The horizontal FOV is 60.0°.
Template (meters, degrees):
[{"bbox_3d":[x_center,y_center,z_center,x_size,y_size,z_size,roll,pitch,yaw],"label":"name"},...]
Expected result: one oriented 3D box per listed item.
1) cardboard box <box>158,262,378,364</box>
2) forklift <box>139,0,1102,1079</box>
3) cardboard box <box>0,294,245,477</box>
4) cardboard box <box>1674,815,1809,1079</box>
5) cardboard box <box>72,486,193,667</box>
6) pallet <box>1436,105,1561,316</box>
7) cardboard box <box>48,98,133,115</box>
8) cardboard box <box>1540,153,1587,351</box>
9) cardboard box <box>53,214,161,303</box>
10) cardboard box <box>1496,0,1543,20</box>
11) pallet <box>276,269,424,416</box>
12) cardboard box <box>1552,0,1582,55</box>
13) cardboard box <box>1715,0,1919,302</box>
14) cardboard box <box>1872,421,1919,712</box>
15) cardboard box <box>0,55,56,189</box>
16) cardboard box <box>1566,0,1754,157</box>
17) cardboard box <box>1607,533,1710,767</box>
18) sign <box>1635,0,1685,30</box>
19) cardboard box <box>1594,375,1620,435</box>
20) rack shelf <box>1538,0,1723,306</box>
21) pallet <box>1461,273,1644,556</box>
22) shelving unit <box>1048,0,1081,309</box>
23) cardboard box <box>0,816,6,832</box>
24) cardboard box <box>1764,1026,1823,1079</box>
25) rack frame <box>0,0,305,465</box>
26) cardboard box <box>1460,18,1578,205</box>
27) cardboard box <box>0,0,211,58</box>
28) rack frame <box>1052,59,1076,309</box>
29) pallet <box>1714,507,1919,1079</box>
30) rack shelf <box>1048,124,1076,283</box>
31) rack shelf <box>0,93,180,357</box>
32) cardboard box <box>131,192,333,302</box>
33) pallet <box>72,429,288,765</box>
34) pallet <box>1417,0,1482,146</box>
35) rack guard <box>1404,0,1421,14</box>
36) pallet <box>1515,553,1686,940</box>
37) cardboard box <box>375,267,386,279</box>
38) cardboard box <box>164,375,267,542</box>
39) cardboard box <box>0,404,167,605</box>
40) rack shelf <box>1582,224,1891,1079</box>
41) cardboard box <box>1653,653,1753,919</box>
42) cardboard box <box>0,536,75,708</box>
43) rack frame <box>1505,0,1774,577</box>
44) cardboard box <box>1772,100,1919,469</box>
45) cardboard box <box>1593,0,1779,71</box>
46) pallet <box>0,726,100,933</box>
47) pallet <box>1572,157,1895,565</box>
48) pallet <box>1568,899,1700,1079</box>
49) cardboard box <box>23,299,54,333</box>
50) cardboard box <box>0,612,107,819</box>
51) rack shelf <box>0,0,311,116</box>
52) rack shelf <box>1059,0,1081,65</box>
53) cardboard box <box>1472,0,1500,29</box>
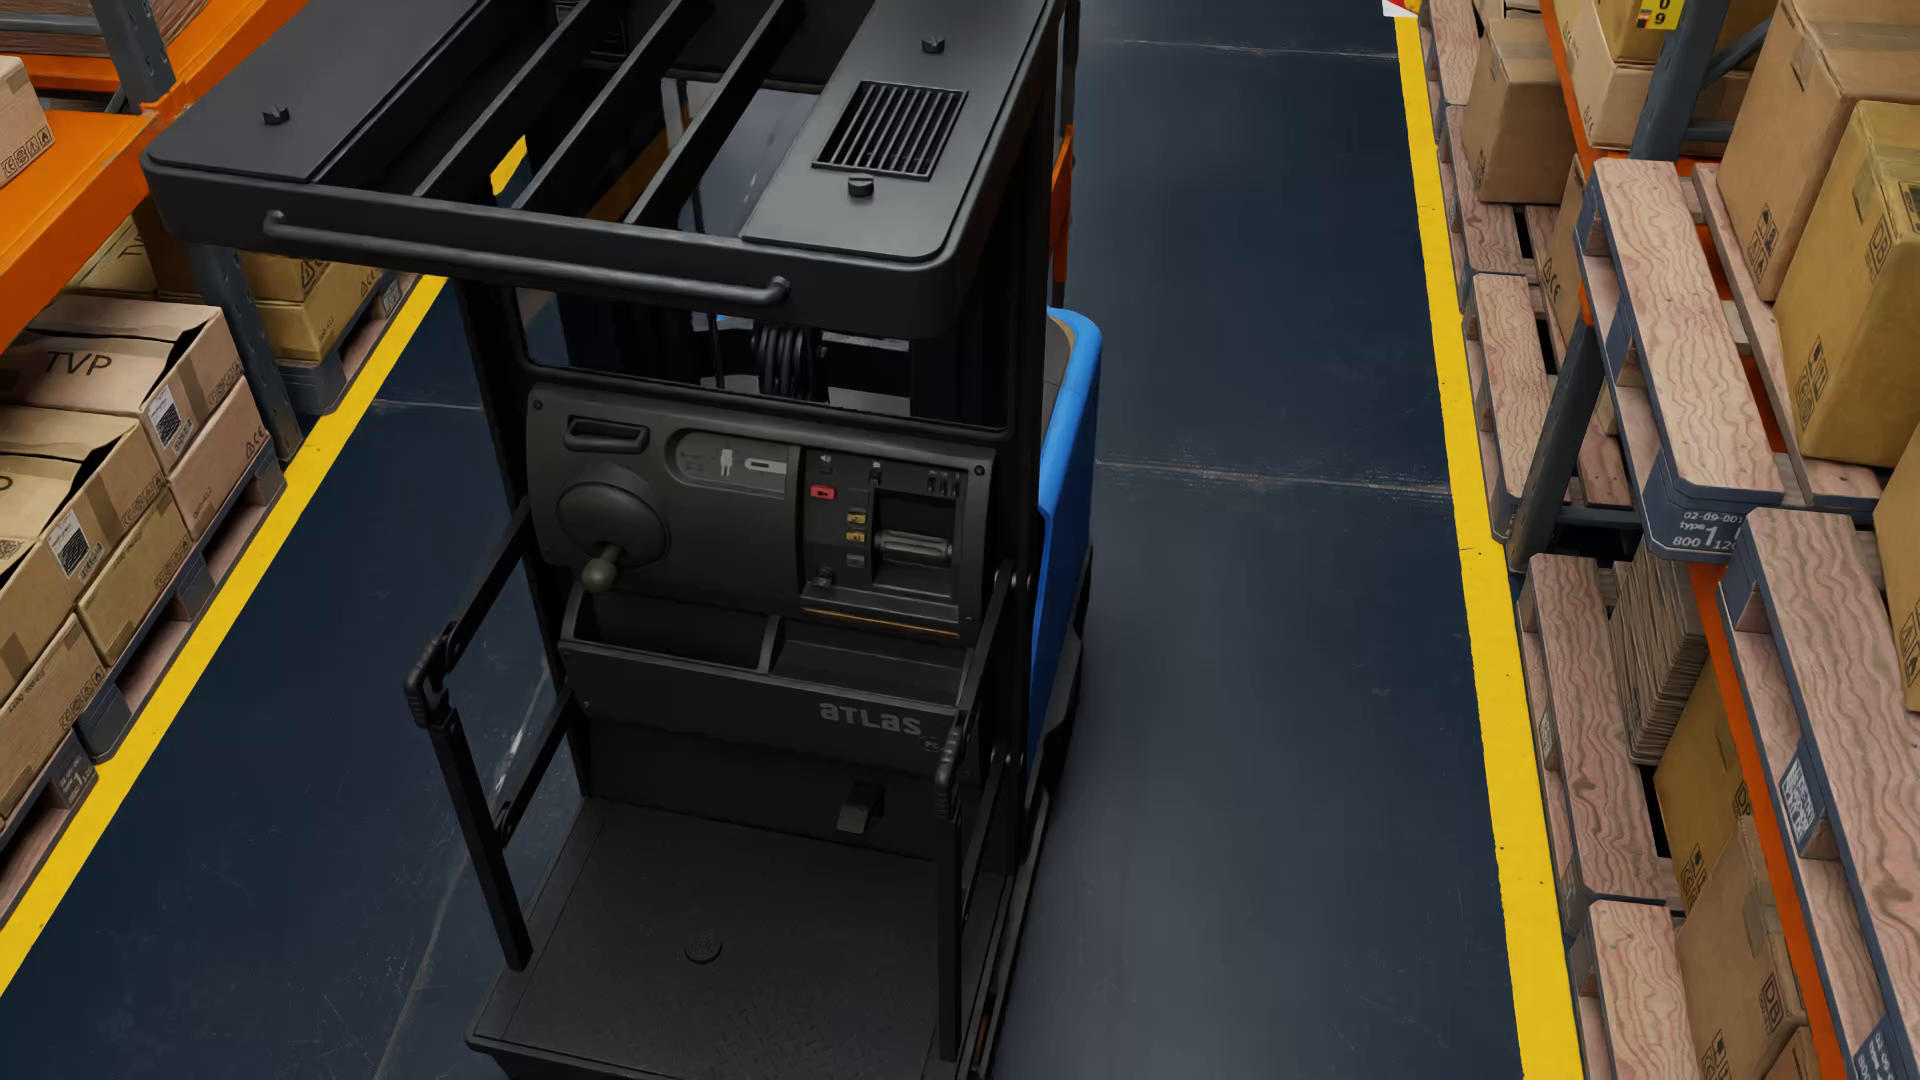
[{"bbox_3d":[-2.349,-0.869,5.681,0.500,0.250,0.500,5,44,6],"label":"cardboard box"},{"bbox_3d":[-0.444,0.039,3.077,1.130,2.935,3.031,9,44,9],"label":"forklift"},{"bbox_3d":[-2.480,-0.482,4.864,0.500,0.311,0.500,5,44,6],"label":"cardboard box"},{"bbox_3d":[1.993,0.973,3.539,0.700,0.500,0.500,6,44,6],"label":"cardboard box"},{"bbox_3d":[-2.547,0.073,4.686,0.500,0.250,0.500,5,44,5],"label":"cardboard box"},{"bbox_3d":[2.412,-1.261,6.428,1.003,0.211,1.213,5,44,6],"label":"pallet"},{"bbox_3d":[-2.789,-1.529,5.832,0.500,0.500,0.500,5,44,6],"label":"cardboard box"},{"bbox_3d":[2.297,-0.942,5.561,0.500,0.500,0.500,2,43,2],"label":"cardboard box"},{"bbox_3d":[-2.866,-0.917,5.731,0.500,0.250,0.500,5,44,6],"label":"cardboard box"},{"bbox_3d":[2.472,-2.036,6.855,0.500,0.311,0.500,9,44,9],"label":"cardboard box"},{"bbox_3d":[-2.564,-0.952,6.102,1.003,0.211,1.213,5,44,6],"label":"pallet"},{"bbox_3d":[2.036,-1.621,4.875,0.500,0.250,0.500,5,44,6],"label":"cardboard box"},{"bbox_3d":[2.099,-0.831,3.553,0.700,0.500,0.500,5,44,6],"label":"cardboard box"},{"bbox_3d":[1.961,0.001,2.675,0.700,0.500,0.500,11,45,11],"label":"cardboard box"},{"bbox_3d":[-2.733,-1.033,4.268,0.500,0.250,0.500,8,44,8],"label":"cardboard box"},{"bbox_3d":[1.962,-1.282,4.517,0.500,0.250,0.500,5,44,6],"label":"cardboard box"},{"bbox_3d":[2.119,0.272,4.279,0.700,0.500,0.500,7,44,7],"label":"cardboard box"},{"bbox_3d":[1.661,-1.337,3.851,0.100,0.325,0.005,5,44,6],"label":"sign"},{"bbox_3d":[2.241,-0.477,5.313,0.380,0.166,0.250,0,43,0],"label":"cardboard box"},{"bbox_3d":[2.464,-2.081,5.789,1.077,0.370,4.000,5,44,6],"label":"rack shelf"},{"bbox_3d":[2.253,-0.427,5.548,1.003,0.211,1.213,5,44,6],"label":"pallet"},{"bbox_3d":[0.061,-0.835,4.605,0.431,2.100,0.503,9,44,9],"label":"shelving unit"},{"bbox_3d":[-2.683,0.768,3.951,0.500,0.250,0.500,6,44,6],"label":"cardboard box"},{"bbox_3d":[1.935,1.318,3.174,0.700,0.500,0.500,5,44,5],"label":"cardboard box"},{"bbox_3d":[-2.711,-1.427,4.575,1.000,3.000,0.127,5,44,6],"label":"rack frame"},{"bbox_3d":[2.326,-1.610,6.266,0.700,0.500,0.500,3,44,3],"label":"cardboard box"},{"bbox_3d":[-2.659,-1.766,4.861,0.700,0.500,0.500,4,44,4],"label":"cardboard box"},{"bbox_3d":[0.115,-0.999,4.778,0.400,2.100,0.015,9,44,9],"label":"rack frame"},{"bbox_3d":[1.892,0.464,2.718,1.003,0.211,1.213,5,44,6],"label":"pallet"},{"bbox_3d":[0.061,-0.826,4.615,0.431,0.518,0.480,9,44,9],"label":"rack shelf"},{"bbox_3d":[-2.975,0.198,3.383,1.077,0.370,4.000,5,44,6],"label":"rack shelf"},{"bbox_3d":[-2.339,-1.141,5.422,0.500,0.500,0.500,5,44,6],"label":"cardboard box"},{"bbox_3d":[-2.770,0.092,5.000,1.003,0.211,1.213,5,44,6],"label":"pallet"},{"bbox_3d":[2.576,-2.090,7.304,1.003,0.211,1.213,5,44,6],"label":"pallet"},{"bbox_3d":[2.718,-2.745,7.786,1.175,0.500,0.348,5,44,6],"label":"rack guard"},{"bbox_3d":[2.098,0.564,4.500,1.003,0.211,1.213,5,44,6],"label":"pallet"},{"bbox_3d":[-2.278,-1.209,6.040,0.500,0.250,0.500,5,44,6],"label":"cardboard box"},{"bbox_3d":[-2.479,-0.272,5.050,0.500,0.250,0.500,5,44,5],"label":"cardboard box"},{"bbox_3d":[-2.543,-0.127,4.489,0.500,0.311,0.500,6,44,7],"label":"cardboard box"},{"bbox_3d":[1.935,0.645,2.910,1.077,0.370,4.000,5,44,6],"label":"rack shelf"},{"bbox_3d":[2.100,0.629,3.902,0.700,0.500,0.500,4,44,5],"label":"cardboard box"},{"bbox_3d":[-2.611,0.213,4.130,0.500,0.311,0.500,5,44,5],"label":"cardboard box"},{"bbox_3d":[2.200,-0.979,4.102,1.000,3.000,0.127,5,44,6],"label":"rack frame"},{"bbox_3d":[2.018,-0.451,3.152,0.700,0.500,0.500,9,44,10],"label":"cardboard box"},{"bbox_3d":[1.956,-1.554,4.259,0.500,0.500,0.500,5,44,5],"label":"cardboard box"},{"bbox_3d":[-2.929,0.925,4.119,1.003,0.211,1.213,5,44,6],"label":"pallet"},{"bbox_3d":[1.954,-0.402,3.632,1.003,0.211,1.213,5,44,6],"label":"pallet"},{"bbox_3d":[1.939,1.398,3.620,1.003,0.211,1.213,5,44,6],"label":"pallet"},{"bbox_3d":[-3.013,-0.525,4.910,0.500,0.311,0.500,5,44,6],"label":"cardboard box"},{"bbox_3d":[-2.614,0.422,4.318,0.500,0.250,0.500,6,44,6],"label":"cardboard box"},{"bbox_3d":[-2.447,-2.528,6.262,1.077,0.370,4.000,5,44,6],"label":"rack shelf"},{"bbox_3d":[0.061,-1.334,4.133,0.431,0.518,0.480,9,44,9],"label":"rack shelf"},{"bbox_3d":[2.548,-2.425,7.265,0.500,0.311,0.500,1,43,1],"label":"cardboard box"}]
